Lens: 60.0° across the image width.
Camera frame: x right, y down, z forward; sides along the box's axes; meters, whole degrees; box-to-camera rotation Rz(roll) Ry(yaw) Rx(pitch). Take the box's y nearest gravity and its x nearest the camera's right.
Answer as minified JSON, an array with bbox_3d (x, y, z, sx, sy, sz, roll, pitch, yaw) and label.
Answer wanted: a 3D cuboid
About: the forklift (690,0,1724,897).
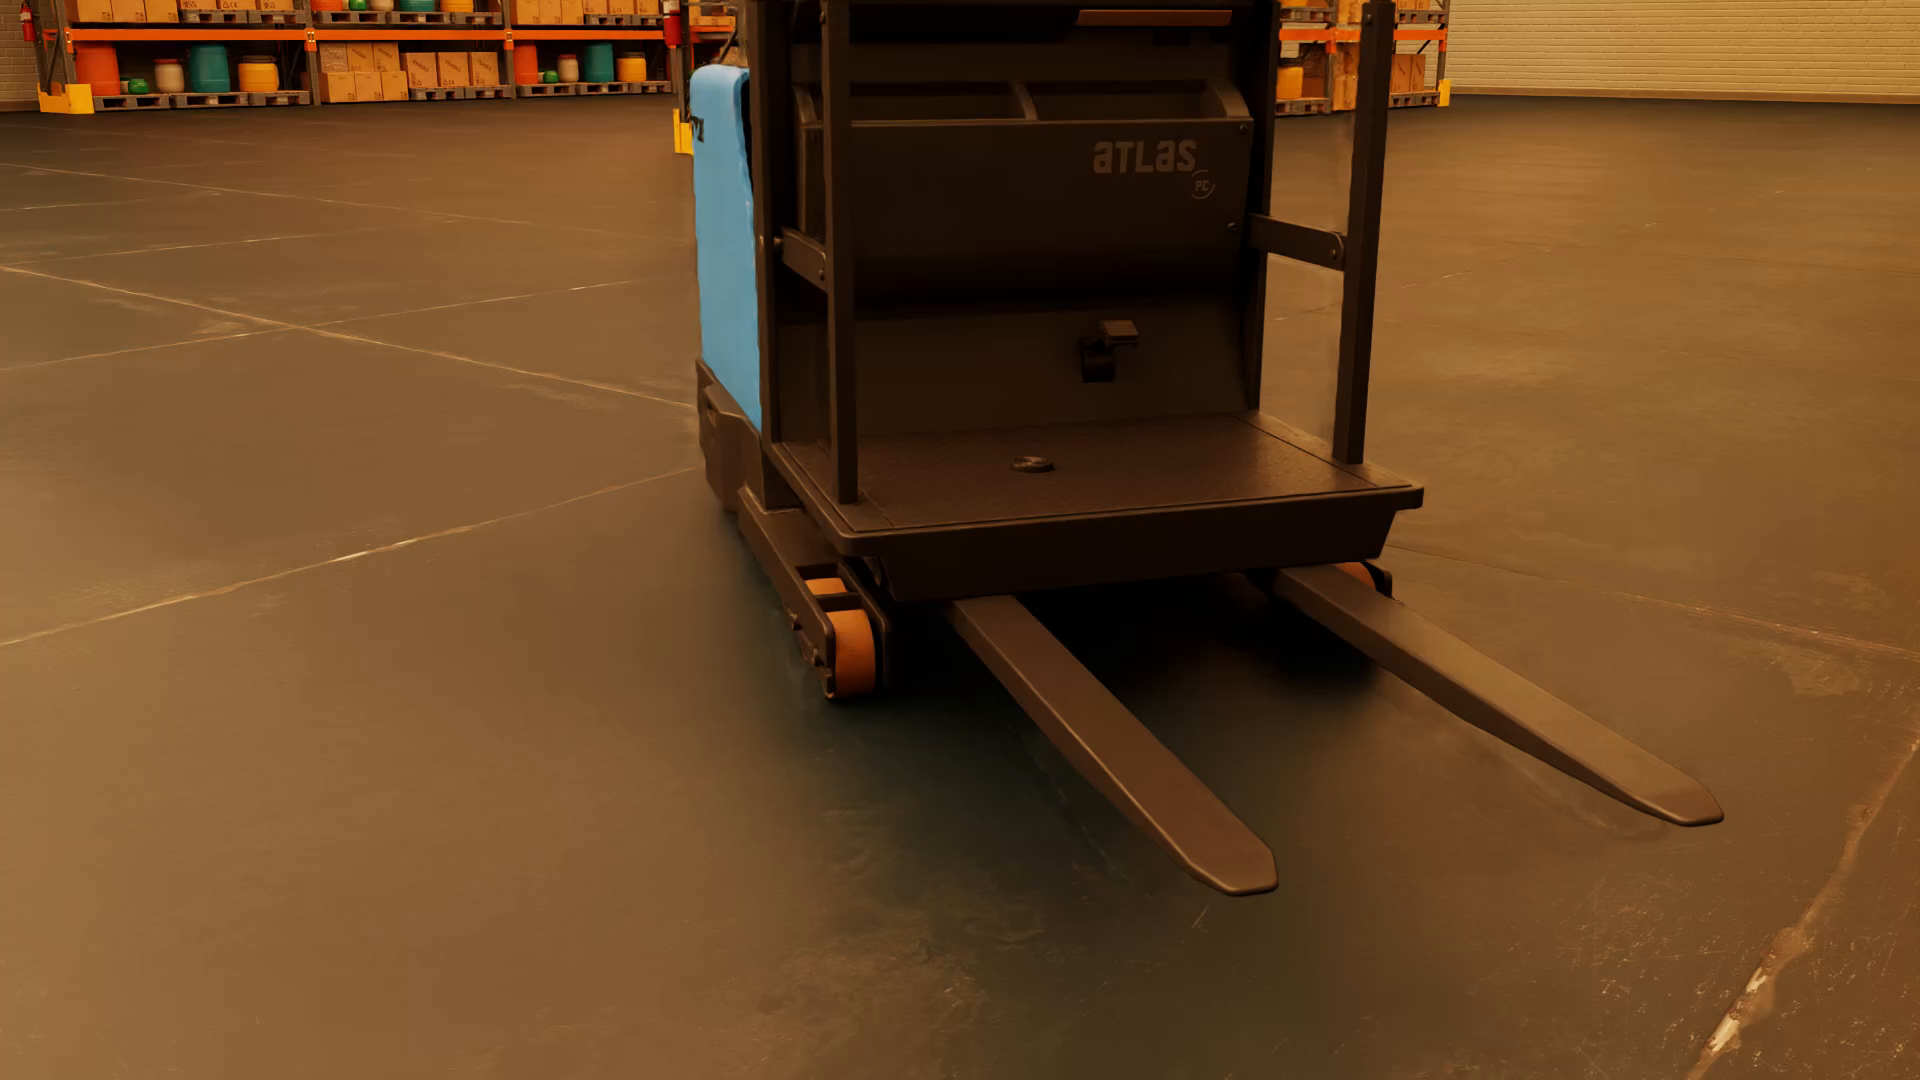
[{"bbox_3d":[0.195,-1.242,2.986,1.130,2.935,3.031,-5,18,-16],"label":"forklift"}]
